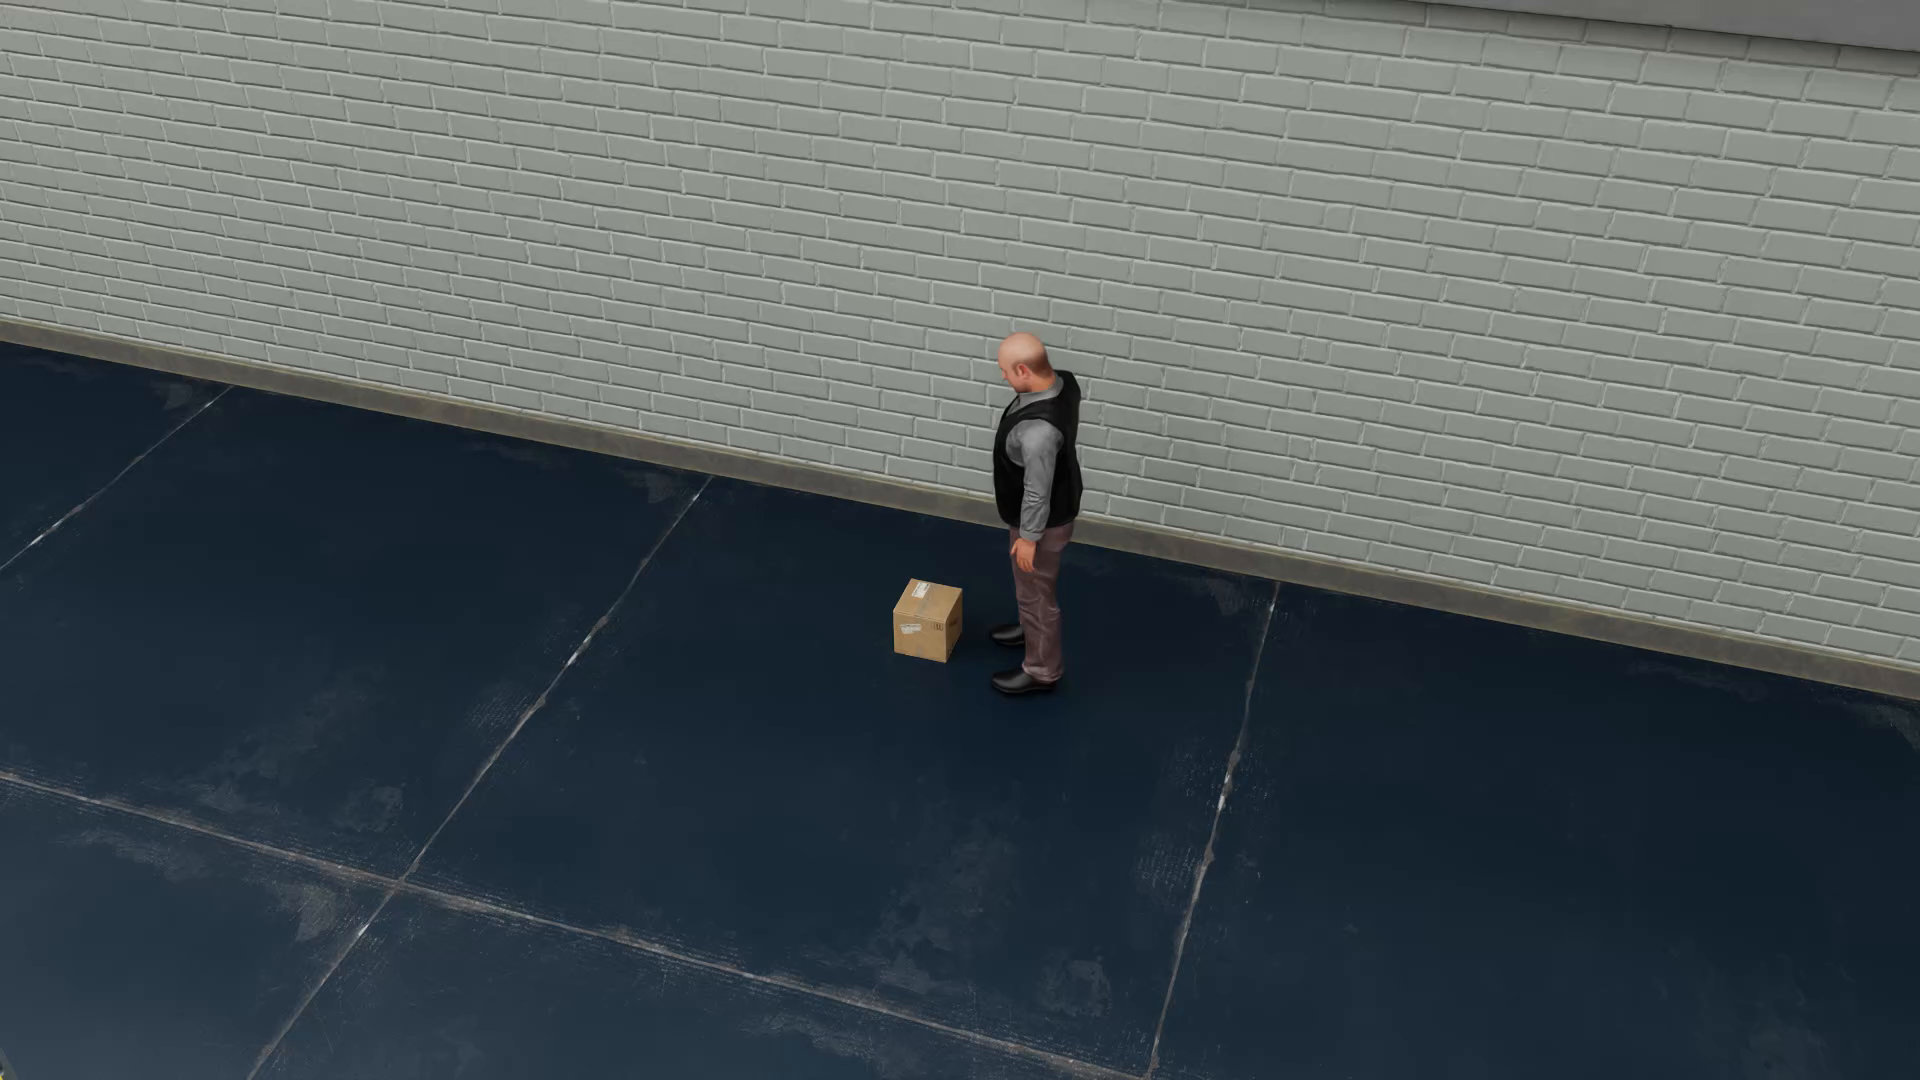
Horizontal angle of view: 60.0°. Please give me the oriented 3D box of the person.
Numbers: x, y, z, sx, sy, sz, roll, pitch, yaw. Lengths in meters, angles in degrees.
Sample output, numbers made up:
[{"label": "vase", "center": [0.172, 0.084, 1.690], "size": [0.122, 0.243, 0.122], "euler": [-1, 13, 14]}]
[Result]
[{"label": "person", "center": [0.305, -0.114, 7.042], "size": [0.409, 1.705, 0.572], "euler": [7, 37, 9]}]
